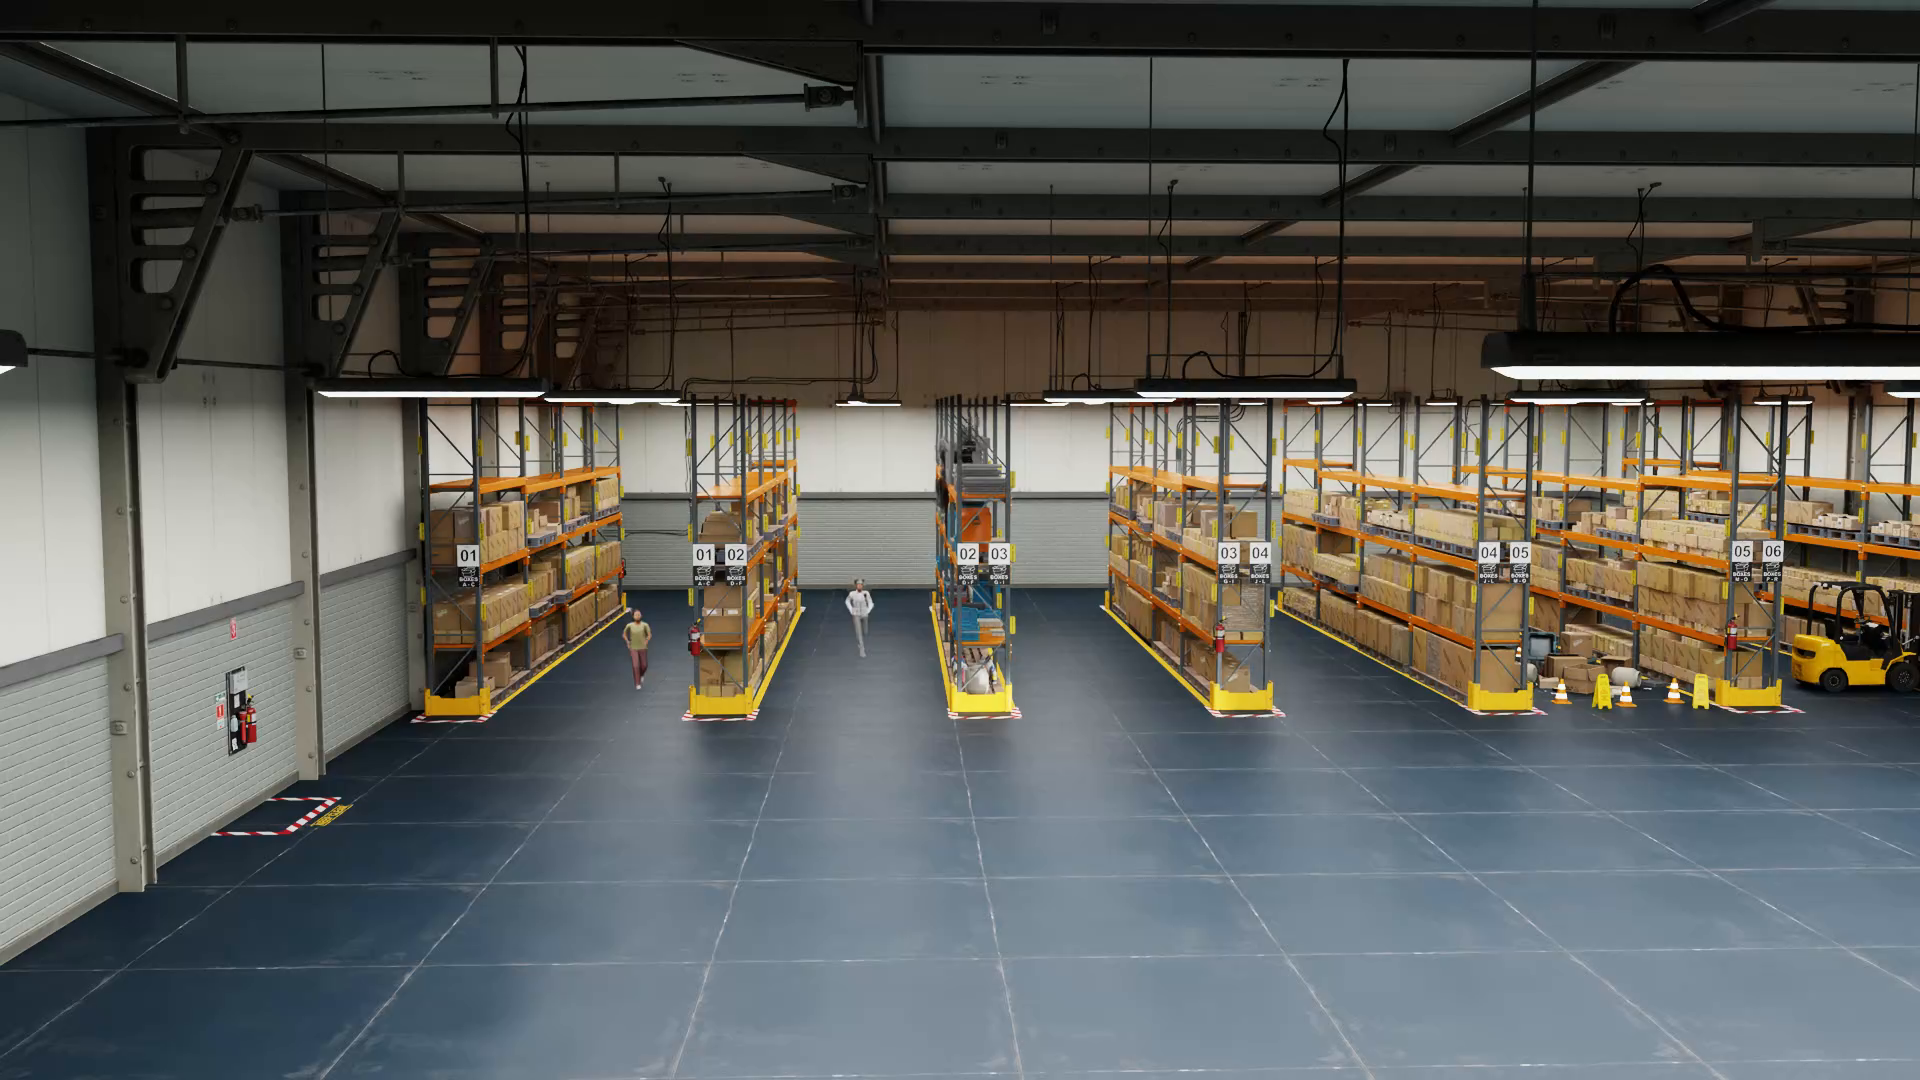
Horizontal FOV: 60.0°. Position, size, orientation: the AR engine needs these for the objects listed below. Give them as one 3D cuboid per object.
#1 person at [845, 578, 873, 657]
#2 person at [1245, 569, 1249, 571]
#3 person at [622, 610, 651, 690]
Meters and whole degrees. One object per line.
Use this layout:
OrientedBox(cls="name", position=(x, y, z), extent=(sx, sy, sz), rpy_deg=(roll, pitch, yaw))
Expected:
OrientedBox(cls="person", position=(-2.235, 1.698, 37.165), extent=(0.595, 1.710, 0.996), rpy_deg=(-1, 5, -17))
OrientedBox(cls="person", position=(7.928, 1.194, 47.611), extent=(0.748, 1.617, 0.804), rpy_deg=(3, 5, 31))
OrientedBox(cls="person", position=(-6.615, 2.229, 34.083), extent=(0.581, 1.619, 0.646), rpy_deg=(-1, 5, -15))
